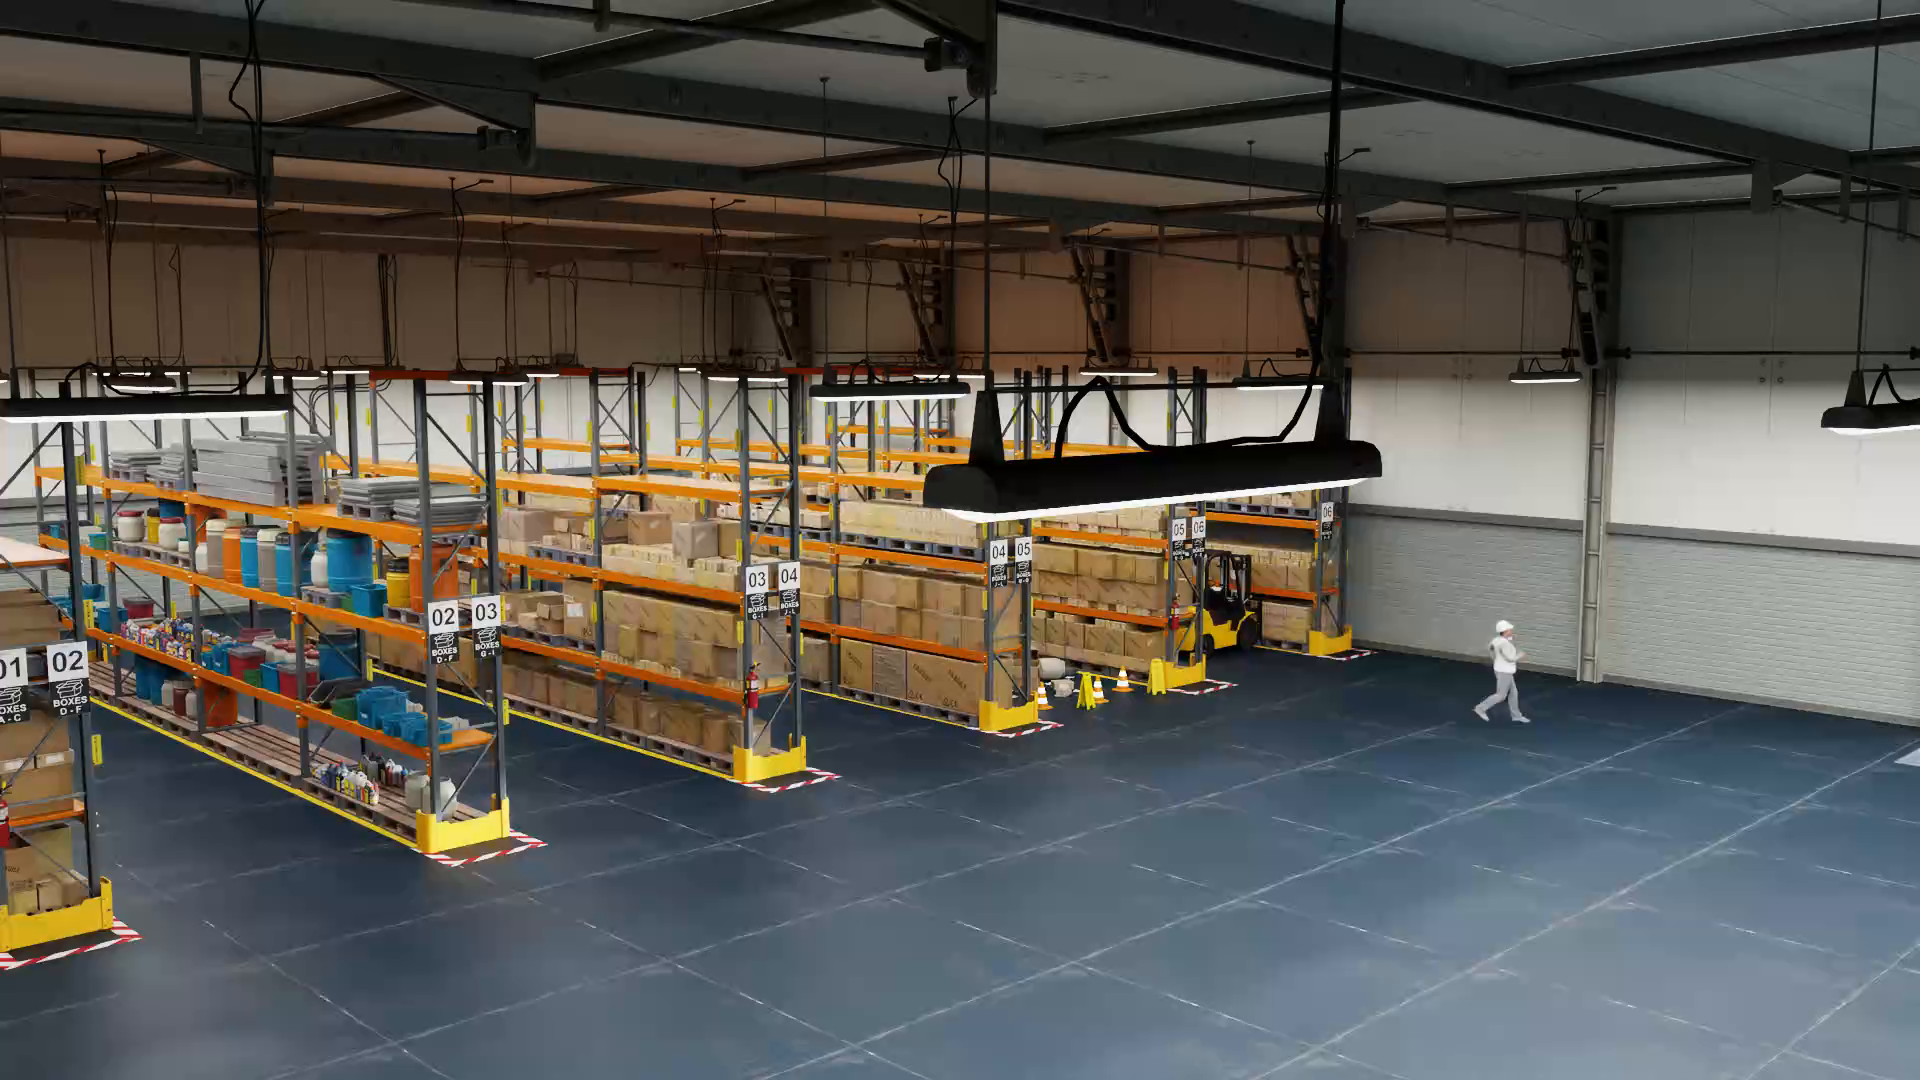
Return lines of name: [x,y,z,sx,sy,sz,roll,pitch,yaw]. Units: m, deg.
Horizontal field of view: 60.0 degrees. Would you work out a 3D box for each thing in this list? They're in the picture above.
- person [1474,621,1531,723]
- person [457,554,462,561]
person: [9.246,2.242,28.270,0.971,1.757,0.658,1,6,7]
person: [-11.716,1.152,38.387,0.730,1.705,0.737,1,7,11]
